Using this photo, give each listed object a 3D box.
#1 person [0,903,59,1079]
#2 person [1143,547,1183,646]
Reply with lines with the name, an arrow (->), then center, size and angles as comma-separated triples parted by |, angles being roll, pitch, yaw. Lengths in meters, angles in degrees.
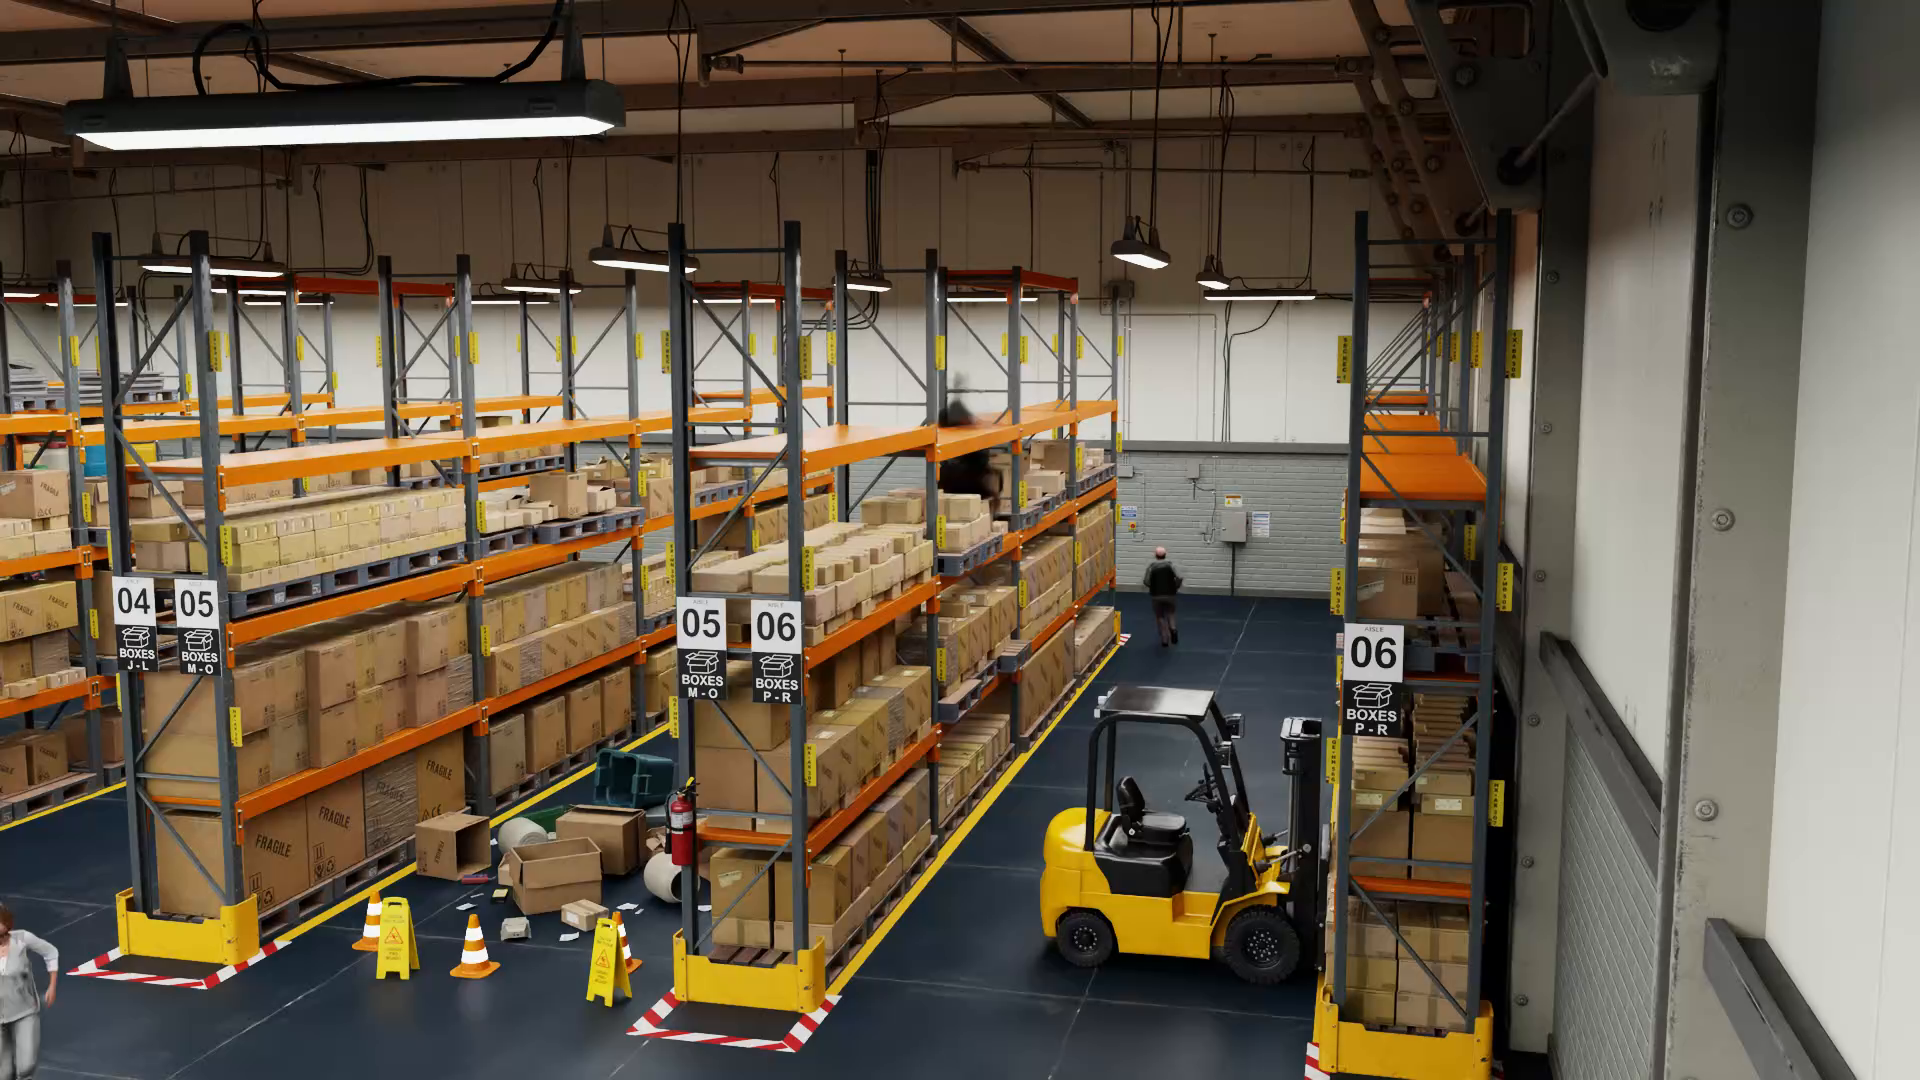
person -> -6.134, 3.097, 10.754 | 0.569, 1.554, 0.599 | -4, 8, -27
person -> 3.392, 0.936, 27.912 | 0.655, 1.673, 0.529 | 0, 7, 2
